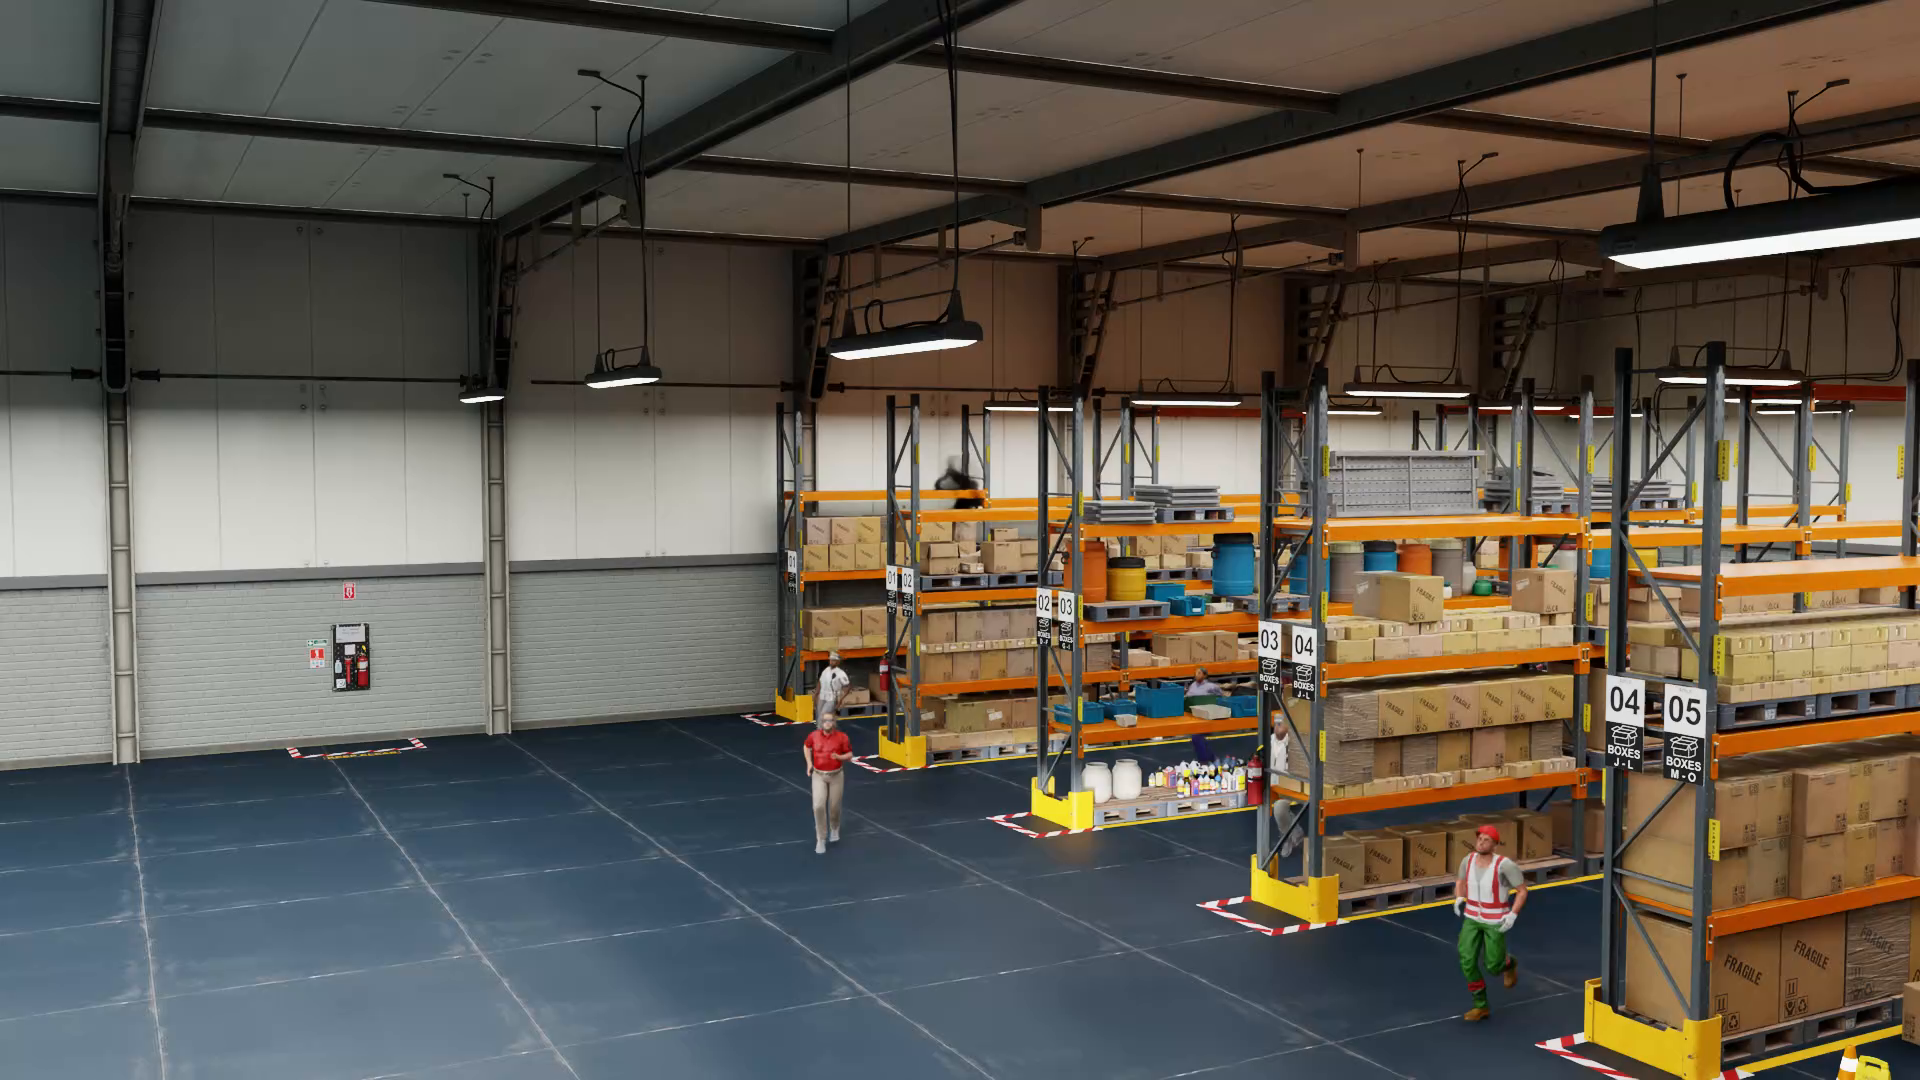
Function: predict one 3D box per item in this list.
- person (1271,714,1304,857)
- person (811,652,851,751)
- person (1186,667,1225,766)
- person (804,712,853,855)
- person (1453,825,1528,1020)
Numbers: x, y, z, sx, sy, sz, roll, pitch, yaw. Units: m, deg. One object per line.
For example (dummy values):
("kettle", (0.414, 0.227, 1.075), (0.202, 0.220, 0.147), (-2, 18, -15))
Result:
("person", (4.118, 3.100, 21.148), (0.790, 1.815, 0.641), (-3, 4, -40))
("person", (-2.164, 2.689, 27.878), (0.640, 1.646, 0.820), (2, 4, 36))
("person", (3.829, 2.858, 26.410), (0.713, 1.696, 0.595), (-2, 4, -34))
("person", (-1.692, 3.101, 21.352), (0.643, 1.794, 0.733), (0, 3, -3))
("person", (4.806, 3.448, 15.132), (0.684, 1.737, 0.684), (3, 4, 41))
